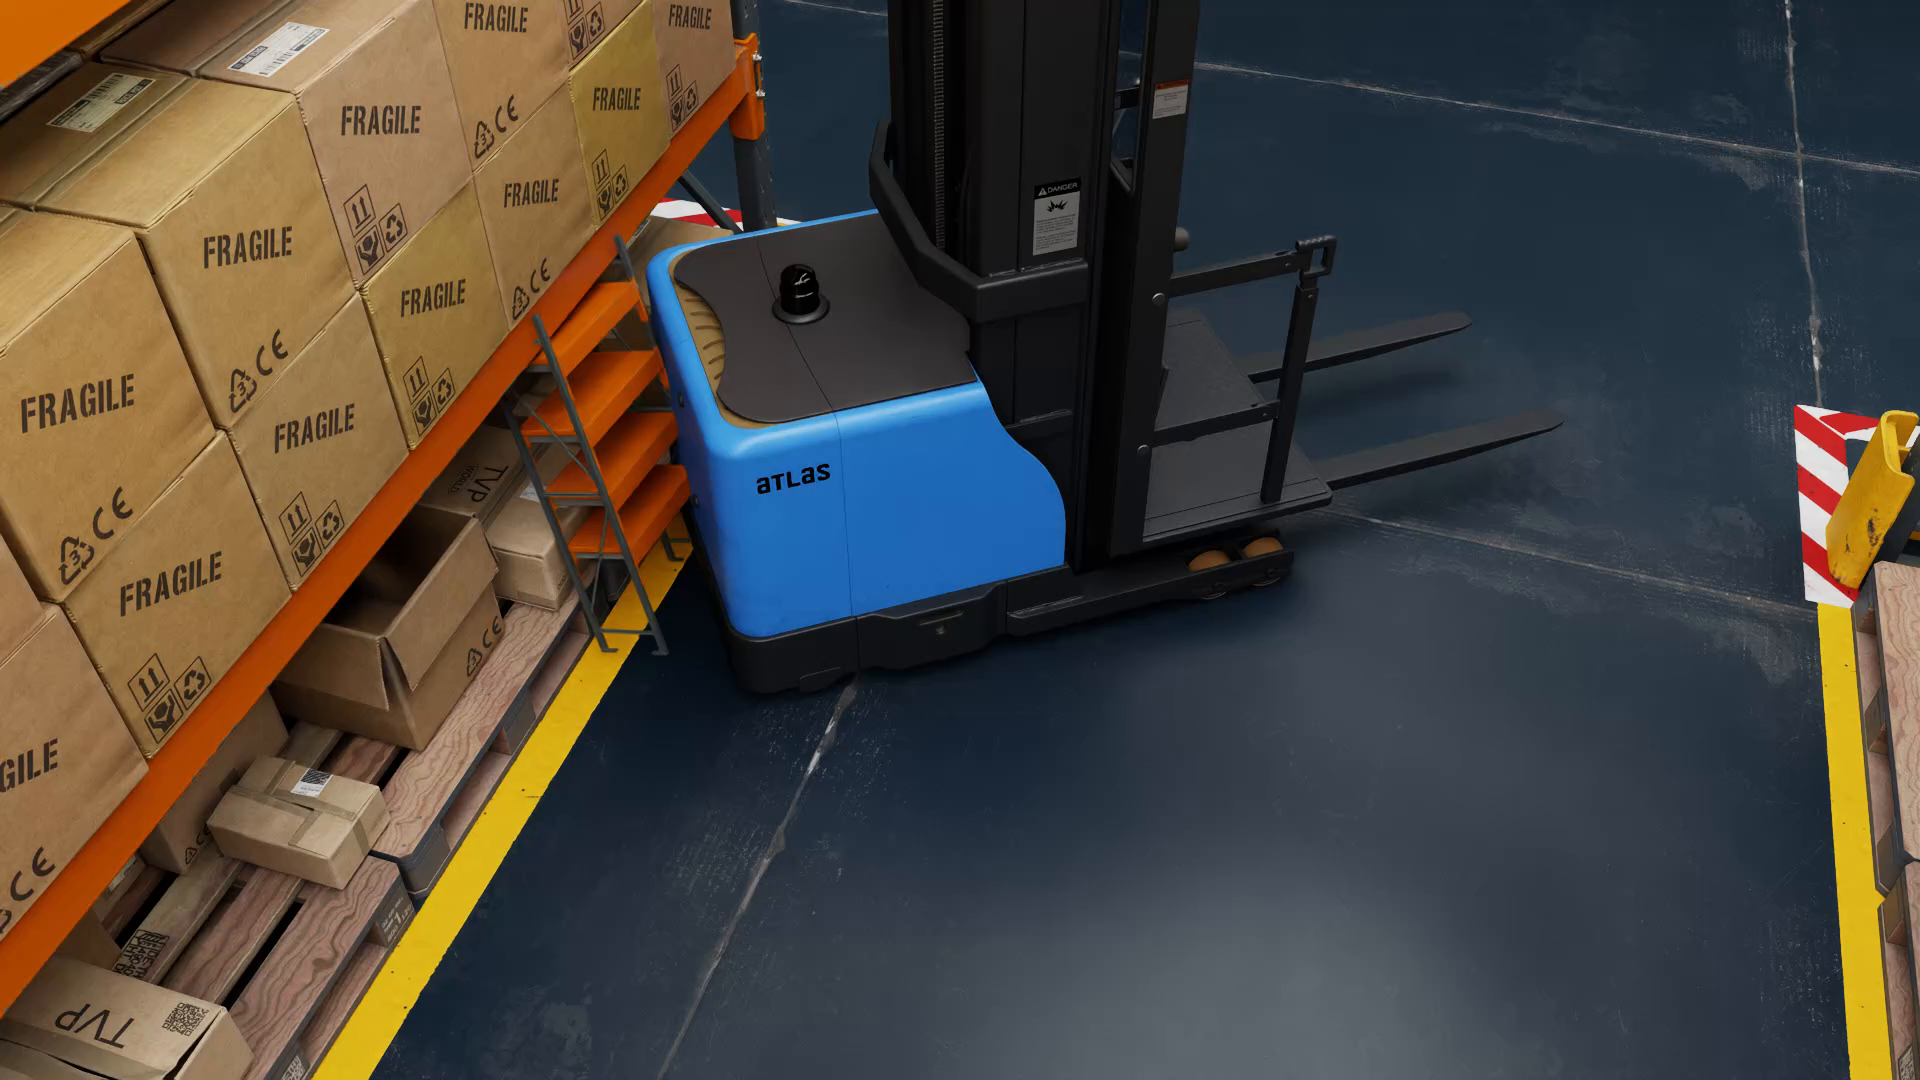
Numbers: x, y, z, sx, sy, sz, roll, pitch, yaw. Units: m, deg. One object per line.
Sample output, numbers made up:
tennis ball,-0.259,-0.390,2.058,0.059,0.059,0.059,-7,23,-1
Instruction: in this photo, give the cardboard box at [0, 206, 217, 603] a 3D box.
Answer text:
cardboard box,-1.820,-0.273,3.098,0.500,0.500,0.500,11,45,11

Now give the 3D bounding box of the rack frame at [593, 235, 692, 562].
rack frame,-0.998,-0.416,5.297,0.240,1.200,0.015,1,36,21

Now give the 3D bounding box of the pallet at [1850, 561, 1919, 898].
pallet,3.257,0.642,4.943,1.003,0.211,1.213,13,46,13

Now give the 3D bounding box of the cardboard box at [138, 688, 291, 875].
cardboard box,-2.258,0.583,4.618,0.500,0.311,0.500,13,46,13

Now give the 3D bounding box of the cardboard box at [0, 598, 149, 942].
cardboard box,-1.973,0.401,3.124,0.500,0.500,0.500,14,46,14

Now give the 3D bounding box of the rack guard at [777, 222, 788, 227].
rack guard,-1.199,-1.003,6.418,1.175,0.500,0.348,13,46,13

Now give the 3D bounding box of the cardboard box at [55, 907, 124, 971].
cardboard box,-2.485,1.015,4.041,0.500,0.500,0.500,13,46,13

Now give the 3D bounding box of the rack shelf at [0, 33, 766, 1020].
rack shelf,-1.781,-0.357,4.485,1.077,0.370,4.000,13,46,13

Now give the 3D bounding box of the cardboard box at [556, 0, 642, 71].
cardboard box,-1.201,-1.649,4.504,0.500,0.500,0.500,14,46,14

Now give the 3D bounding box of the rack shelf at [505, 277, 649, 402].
rack shelf,-1.151,-0.593,4.898,0.258,0.148,0.480,1,36,21

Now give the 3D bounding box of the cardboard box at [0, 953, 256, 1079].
cardboard box,-2.054,1.289,3.896,0.500,0.311,0.500,13,46,13

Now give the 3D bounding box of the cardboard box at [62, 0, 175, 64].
cardboard box,-2.022,-1.079,3.922,0.500,0.500,0.500,12,46,12

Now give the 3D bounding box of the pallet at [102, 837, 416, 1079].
pallet,-2.178,1.258,4.314,1.003,0.211,1.213,13,46,13

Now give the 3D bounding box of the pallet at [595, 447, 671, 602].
pallet,-1.439,-0.368,5.976,1.003,0.211,1.213,13,46,13

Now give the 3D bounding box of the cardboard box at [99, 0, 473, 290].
cardboard box,-1.509,-0.960,3.800,0.500,0.500,0.500,14,46,14

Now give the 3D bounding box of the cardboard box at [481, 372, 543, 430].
cardboard box,-1.762,-0.486,5.754,0.500,0.250,0.500,13,46,13

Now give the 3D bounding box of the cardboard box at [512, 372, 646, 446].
cardboard box,-1.314,-0.427,5.752,0.380,0.166,0.250,13,46,13

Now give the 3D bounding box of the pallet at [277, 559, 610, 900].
pallet,-1.811,0.442,5.147,1.003,0.211,1.213,13,46,13

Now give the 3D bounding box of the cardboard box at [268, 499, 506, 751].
cardboard box,-1.823,0.200,4.871,0.797,0.503,0.637,13,46,13

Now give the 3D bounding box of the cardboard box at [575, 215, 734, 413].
cardboard box,-1.106,-0.797,5.892,0.500,0.500,0.500,13,46,13

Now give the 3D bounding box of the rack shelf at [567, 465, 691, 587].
rack shelf,-1.019,-0.058,5.259,0.258,0.148,0.480,1,36,21

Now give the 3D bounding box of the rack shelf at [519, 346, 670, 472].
rack shelf,-1.104,-0.401,5.028,0.258,0.148,0.480,1,36,21

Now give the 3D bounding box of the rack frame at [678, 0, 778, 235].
rack frame,-1.176,-1.947,5.595,1.000,3.000,0.127,13,46,13

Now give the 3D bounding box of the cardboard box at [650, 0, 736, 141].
cardboard box,-1.052,-1.627,5.196,0.500,0.500,0.500,14,46,14

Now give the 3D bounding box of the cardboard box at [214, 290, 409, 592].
cardboard box,-1.667,-0.274,3.814,0.500,0.500,0.500,12,46,12

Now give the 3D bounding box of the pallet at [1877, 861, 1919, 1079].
pallet,2.886,1.453,4.114,1.003,0.211,1.213,13,46,13

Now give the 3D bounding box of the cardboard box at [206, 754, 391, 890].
cardboard box,-1.801,0.762,4.538,0.380,0.166,0.250,13,46,13

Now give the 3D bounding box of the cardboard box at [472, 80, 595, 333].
cardboard box,-1.362,-0.949,4.504,0.500,0.500,0.500,13,46,13

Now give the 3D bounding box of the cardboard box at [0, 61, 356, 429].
cardboard box,-1.664,-0.615,3.448,0.500,0.500,0.500,11,46,11

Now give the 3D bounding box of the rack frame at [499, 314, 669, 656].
rack frame,-1.147,-0.131,4.930,0.240,1.200,0.015,1,36,21

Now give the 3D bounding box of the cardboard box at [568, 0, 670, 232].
cardboard box,-1.206,-1.280,4.842,0.500,0.500,0.500,13,46,13

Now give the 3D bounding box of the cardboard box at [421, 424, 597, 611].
cardboard box,-1.422,-0.080,5.339,0.500,0.250,0.500,13,46,13

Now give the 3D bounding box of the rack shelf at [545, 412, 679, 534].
rack shelf,-1.059,-0.219,5.150,0.258,0.148,0.480,1,36,21

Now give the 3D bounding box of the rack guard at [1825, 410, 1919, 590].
rack guard,3.539,-0.021,5.414,1.175,0.500,0.348,13,46,13

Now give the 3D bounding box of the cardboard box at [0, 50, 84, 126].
cardboard box,-2.175,-0.744,3.579,0.500,0.500,0.500,13,46,13

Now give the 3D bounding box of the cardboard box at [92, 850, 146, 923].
cardboard box,-2.428,0.878,4.432,0.380,0.149,0.250,13,46,13

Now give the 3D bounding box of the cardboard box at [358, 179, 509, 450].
cardboard box,-1.515,-0.613,4.160,0.500,0.500,0.500,12,46,12

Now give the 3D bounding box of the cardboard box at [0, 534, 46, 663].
cardboard box,-1.976,0.071,2.746,0.500,0.500,0.500,14,46,14

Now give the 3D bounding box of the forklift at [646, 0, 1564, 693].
forklift,0.591,-1.188,4.868,3.031,2.935,1.130,-13,46,-13

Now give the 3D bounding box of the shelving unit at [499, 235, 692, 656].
shelving unit,-1.073,-0.274,5.113,0.258,1.200,0.503,1,36,21

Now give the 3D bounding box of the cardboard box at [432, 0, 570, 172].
cardboard box,-1.353,-1.302,4.150,0.500,0.500,0.500,14,46,14

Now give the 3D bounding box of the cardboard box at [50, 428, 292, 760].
cardboard box,-1.821,0.059,3.473,0.500,0.500,0.500,13,46,13

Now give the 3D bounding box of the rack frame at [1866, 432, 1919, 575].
rack frame,3.544,-0.896,4.521,1.000,3.000,0.127,13,46,13
